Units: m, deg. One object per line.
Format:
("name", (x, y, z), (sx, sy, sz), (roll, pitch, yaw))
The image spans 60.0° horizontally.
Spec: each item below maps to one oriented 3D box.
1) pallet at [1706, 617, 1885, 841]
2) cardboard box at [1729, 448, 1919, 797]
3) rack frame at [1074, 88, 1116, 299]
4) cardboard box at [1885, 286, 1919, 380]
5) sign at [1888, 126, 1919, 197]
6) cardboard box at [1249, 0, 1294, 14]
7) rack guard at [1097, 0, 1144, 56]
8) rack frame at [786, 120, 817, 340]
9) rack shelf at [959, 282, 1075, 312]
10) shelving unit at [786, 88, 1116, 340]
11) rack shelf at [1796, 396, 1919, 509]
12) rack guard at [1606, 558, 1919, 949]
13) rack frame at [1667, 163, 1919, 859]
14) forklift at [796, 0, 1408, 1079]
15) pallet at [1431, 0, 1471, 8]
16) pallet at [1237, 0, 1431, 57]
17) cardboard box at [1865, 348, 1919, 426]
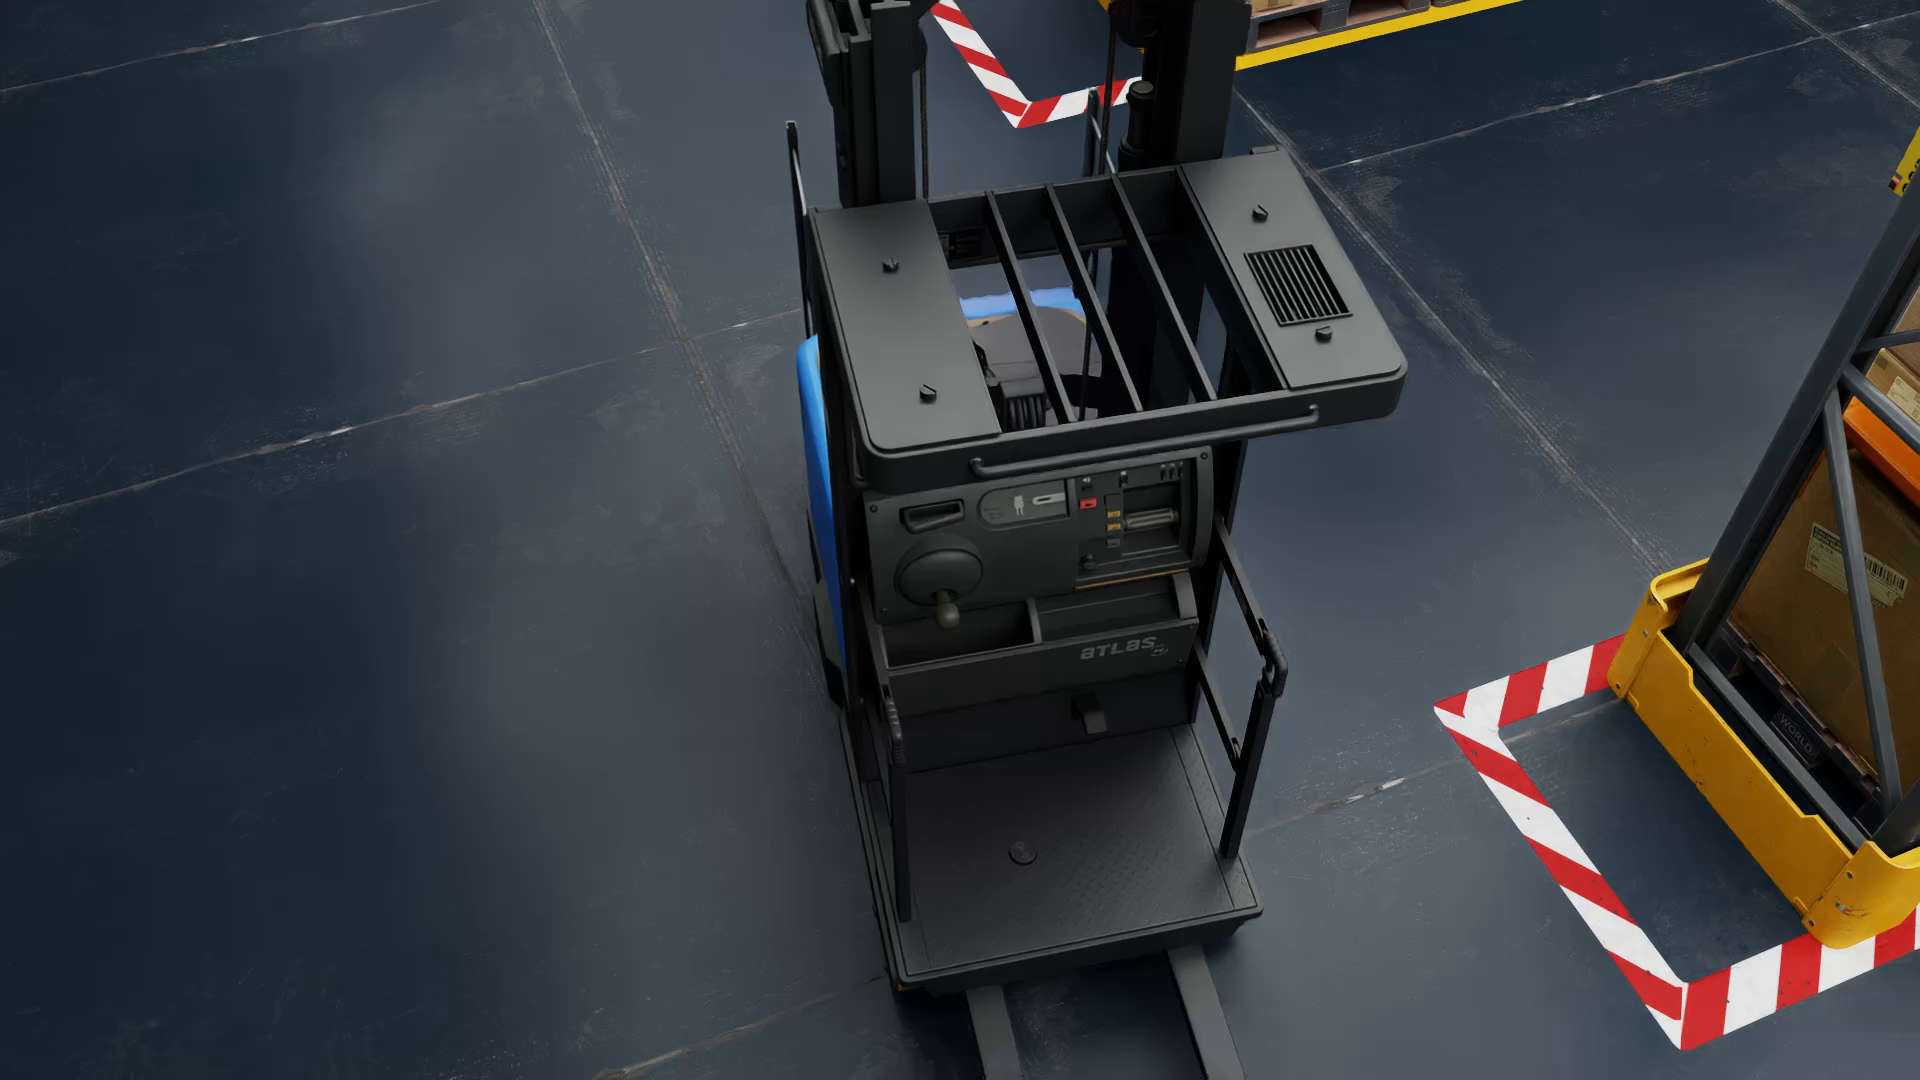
("pallet", (3.359, 0.465, 5.711), (1.213, 0.211, 1.003), (-17, 52, -14))
("cardboard box", (3.210, 0.157, 5.262), (0.875, 0.875, 0.875), (-17, 52, -14))
("rack frame", (0.489, -0.836, 5.979), (0.032, 1.500, 0.500), (-8, 50, -7))
("cardboard box", (2.996, -0.532, 4.633), (0.500, 0.250, 0.500), (-18, 52, -15))
("sign", (2.456, -0.998, 4.211), (0.005, 0.325, 0.100), (-17, 52, -14))
("cardboard box", (1.472, -2.805, 8.284), (0.250, 0.149, 0.380), (-16, 51, -14))
("rack guard", (0.937, -2.879, 8.393), (0.348, 0.500, 1.175), (-17, 52, -14))
("rack frame", (-0.512, -0.700, 5.863), (0.032, 1.500, 0.500), (-8, 50, -7))
("rack shelf", (-0.012, -0.651, 6.057), (1.000, 0.185, 0.538), (-8, 50, -7))
("shelving unit", (-0.012, -0.768, 5.921), (1.048, 1.500, 0.538), (-8, 50, -7))
("rack shelf", (4.500, -0.498, 5.175), (4.000, 0.370, 1.077), (-17, 52, -14))
("rack guard", (2.626, 0.662, 5.352), (0.348, 0.500, 1.175), (-17, 52, -14))
("rack frame", (2.648, -0.159, 4.409), (0.127, 3.000, 1.000), (-17, 52, -14))
("forklift", (0.263, 0.093, 4.238), (1.130, 2.935, 3.031), (-9, 50, -8))
("pallet", (2.830, -3.340, 8.979), (1.213, 0.211, 1.003), (-17, 52, -14))
("pallet", (1.702, -2.993, 8.681), (1.213, 0.211, 1.003), (-17, 52, -14))
("cardboard box", (2.853, -0.410, 4.791), (0.250, 0.149, 0.380), (-16, 51, -14))
